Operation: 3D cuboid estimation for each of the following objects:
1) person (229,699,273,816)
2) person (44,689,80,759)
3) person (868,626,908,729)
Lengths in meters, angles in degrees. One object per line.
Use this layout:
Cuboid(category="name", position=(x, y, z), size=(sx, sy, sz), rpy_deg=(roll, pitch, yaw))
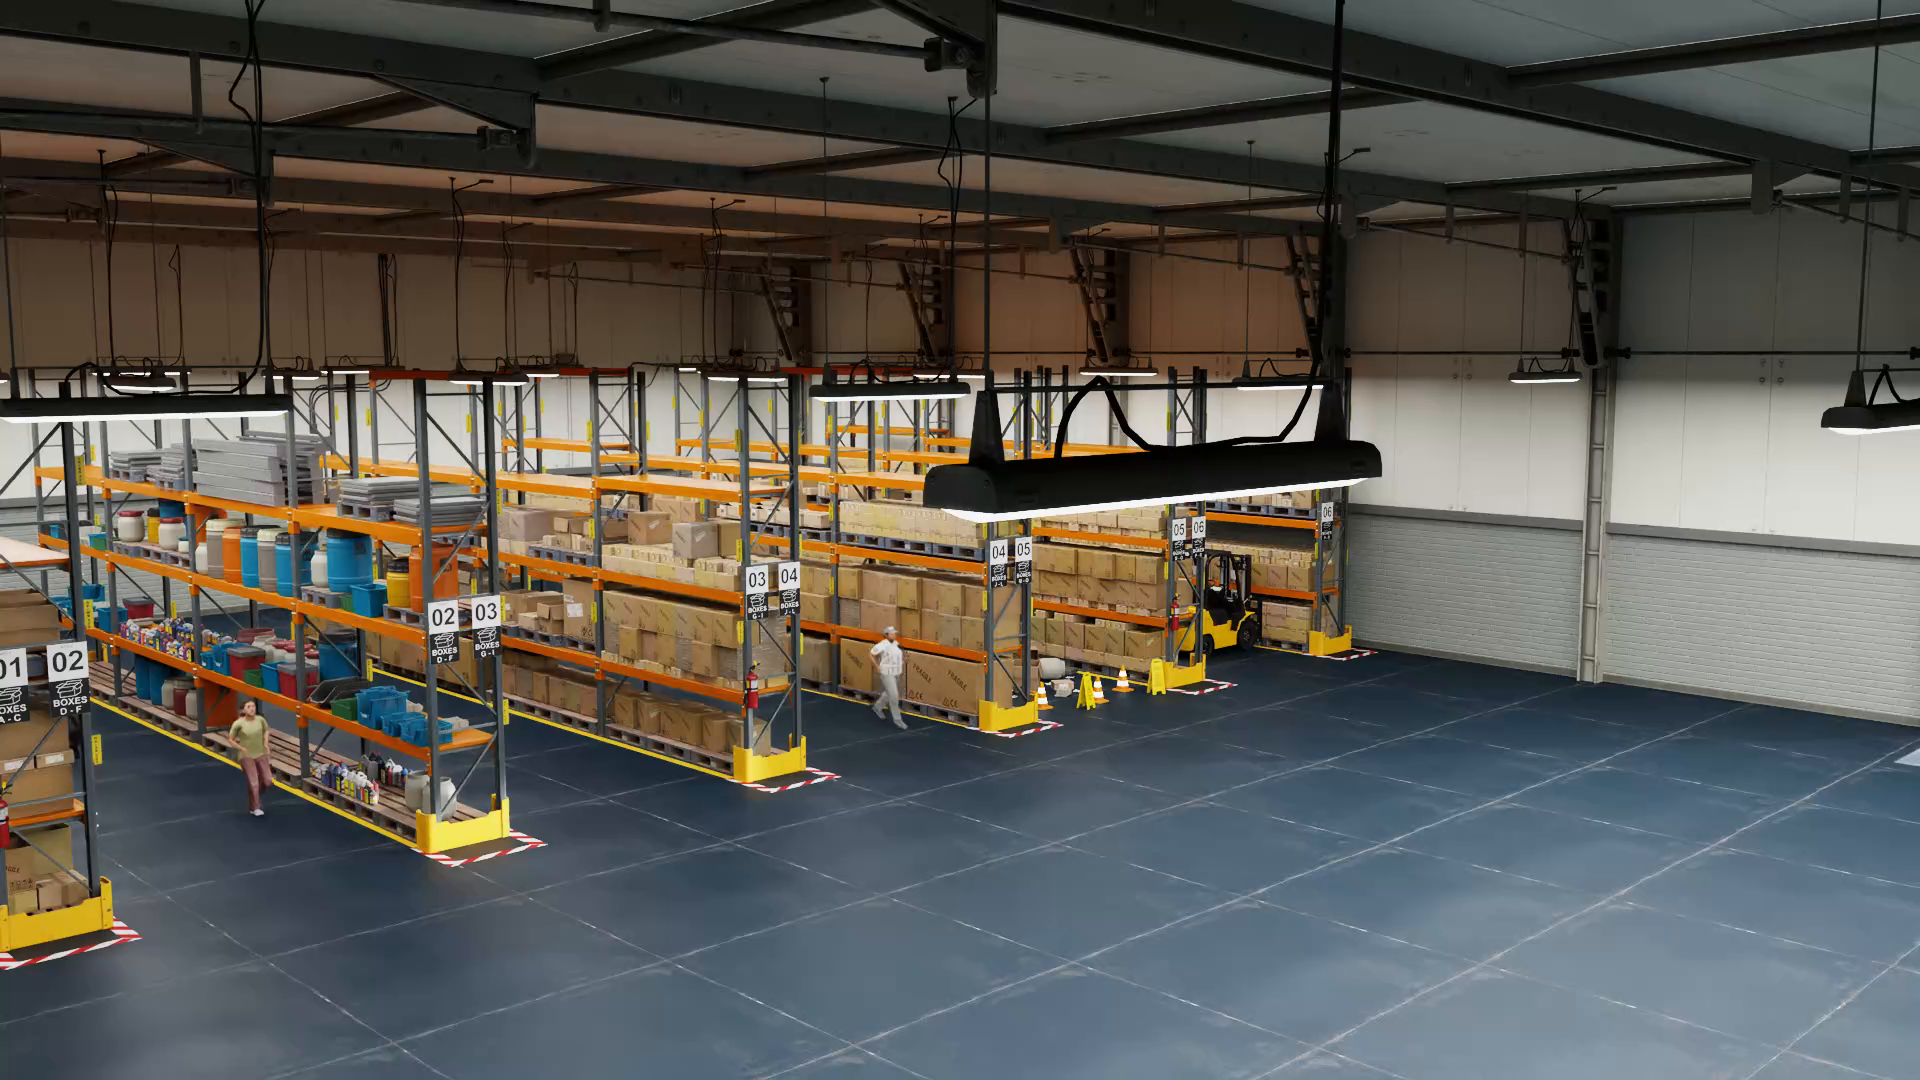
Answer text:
Cuboid(category="person", position=(-9.668, 2.964, 22.714), size=(0.558, 1.619, 0.533), rpy_deg=(-6, 9, -43))
Cuboid(category="person", position=(-13.782, 2.586, 25.710), size=(0.638, 1.686, 0.638), rpy_deg=(5, 8, 36))
Cuboid(category="person", position=(-1.186, 2.303, 28.276), size=(0.877, 1.689, 0.594), rpy_deg=(5, 8, 36))
